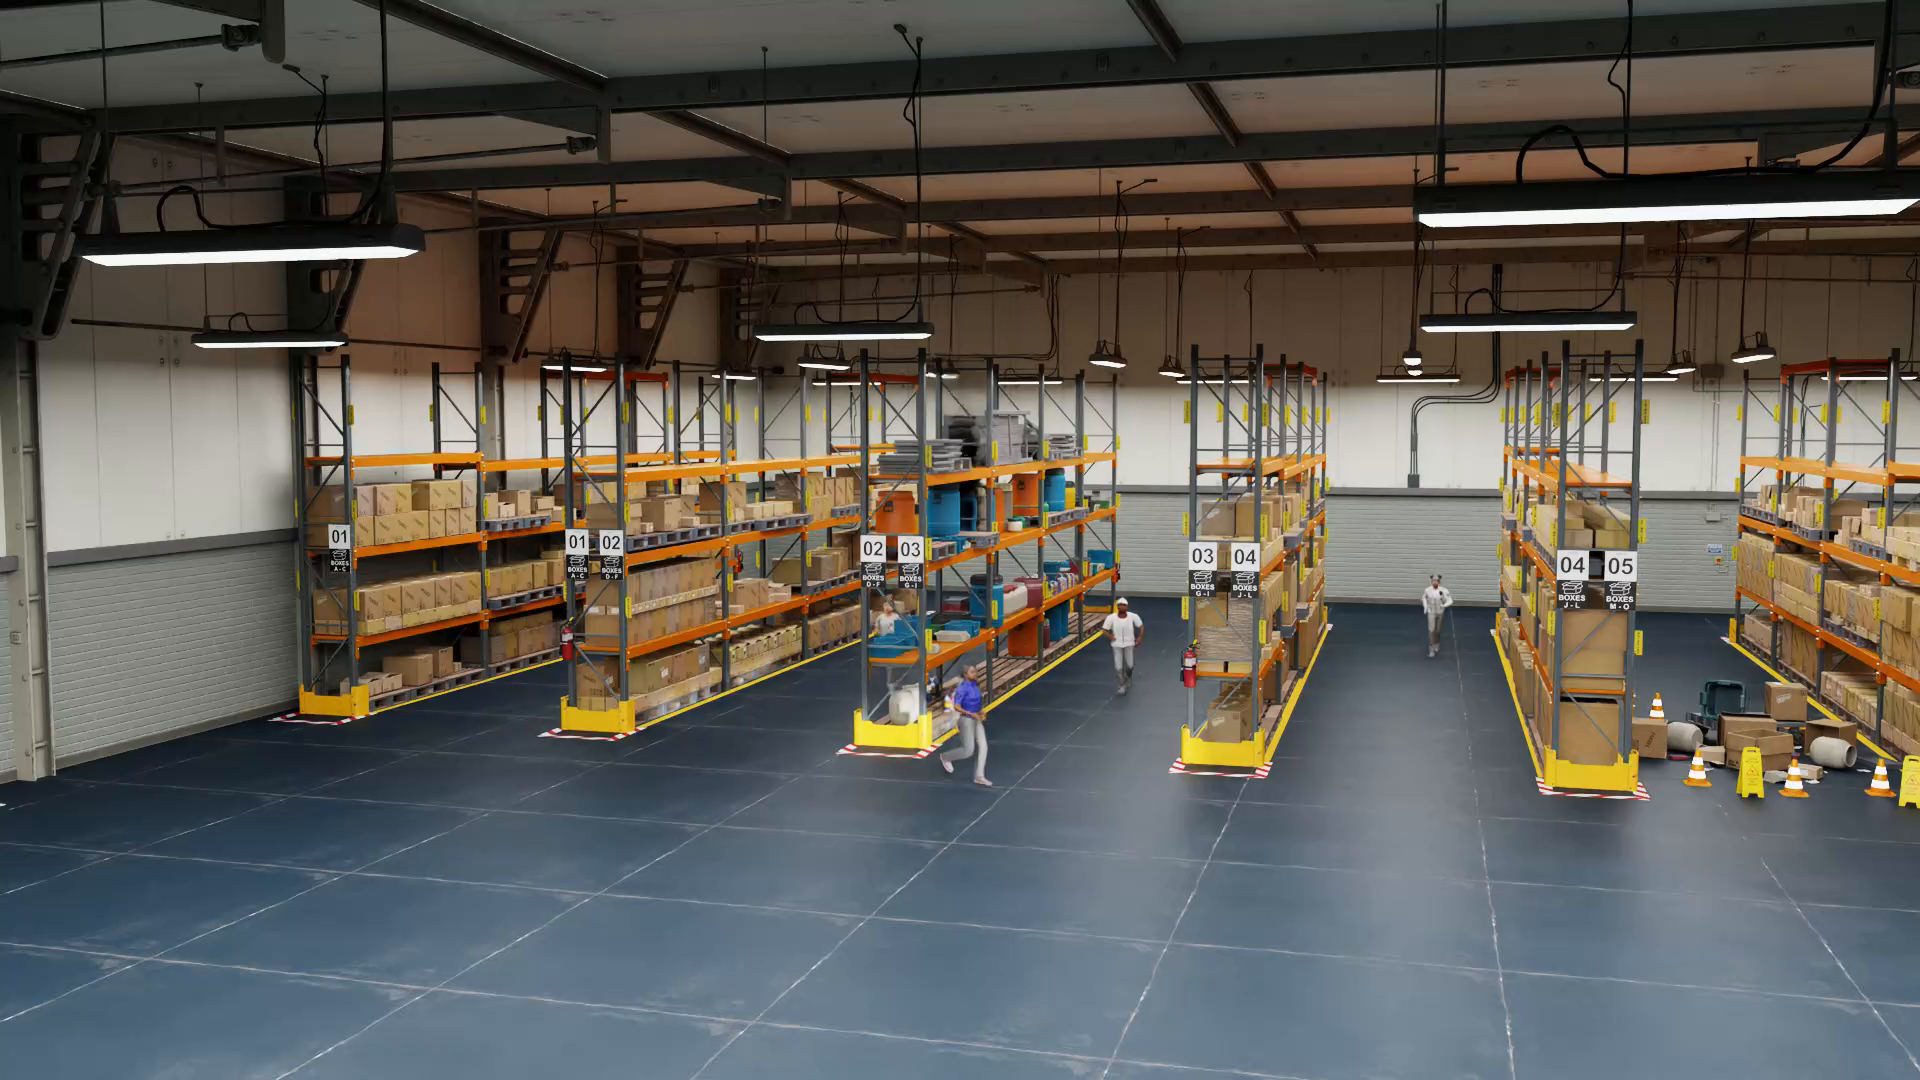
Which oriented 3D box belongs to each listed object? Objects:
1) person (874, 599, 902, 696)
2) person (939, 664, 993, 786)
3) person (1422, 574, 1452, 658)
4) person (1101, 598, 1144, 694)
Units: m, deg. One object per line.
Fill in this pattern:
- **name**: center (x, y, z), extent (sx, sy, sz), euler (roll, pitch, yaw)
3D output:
- **person**: center (-1.273, 1.923, 29.999), extent (0.546, 1.725, 0.759), euler (1, 5, 18)
- **person**: center (0.113, 2.496, 22.611), extent (0.805, 1.635, 0.574), euler (3, 5, 33)
- **person**: center (9.935, 1.561, 34.637), extent (0.605, 1.744, 0.791), euler (1, 4, 17)
- **person**: center (2.917, 1.899, 29.778), extent (0.770, 1.721, 0.526), euler (0, 4, 3)
